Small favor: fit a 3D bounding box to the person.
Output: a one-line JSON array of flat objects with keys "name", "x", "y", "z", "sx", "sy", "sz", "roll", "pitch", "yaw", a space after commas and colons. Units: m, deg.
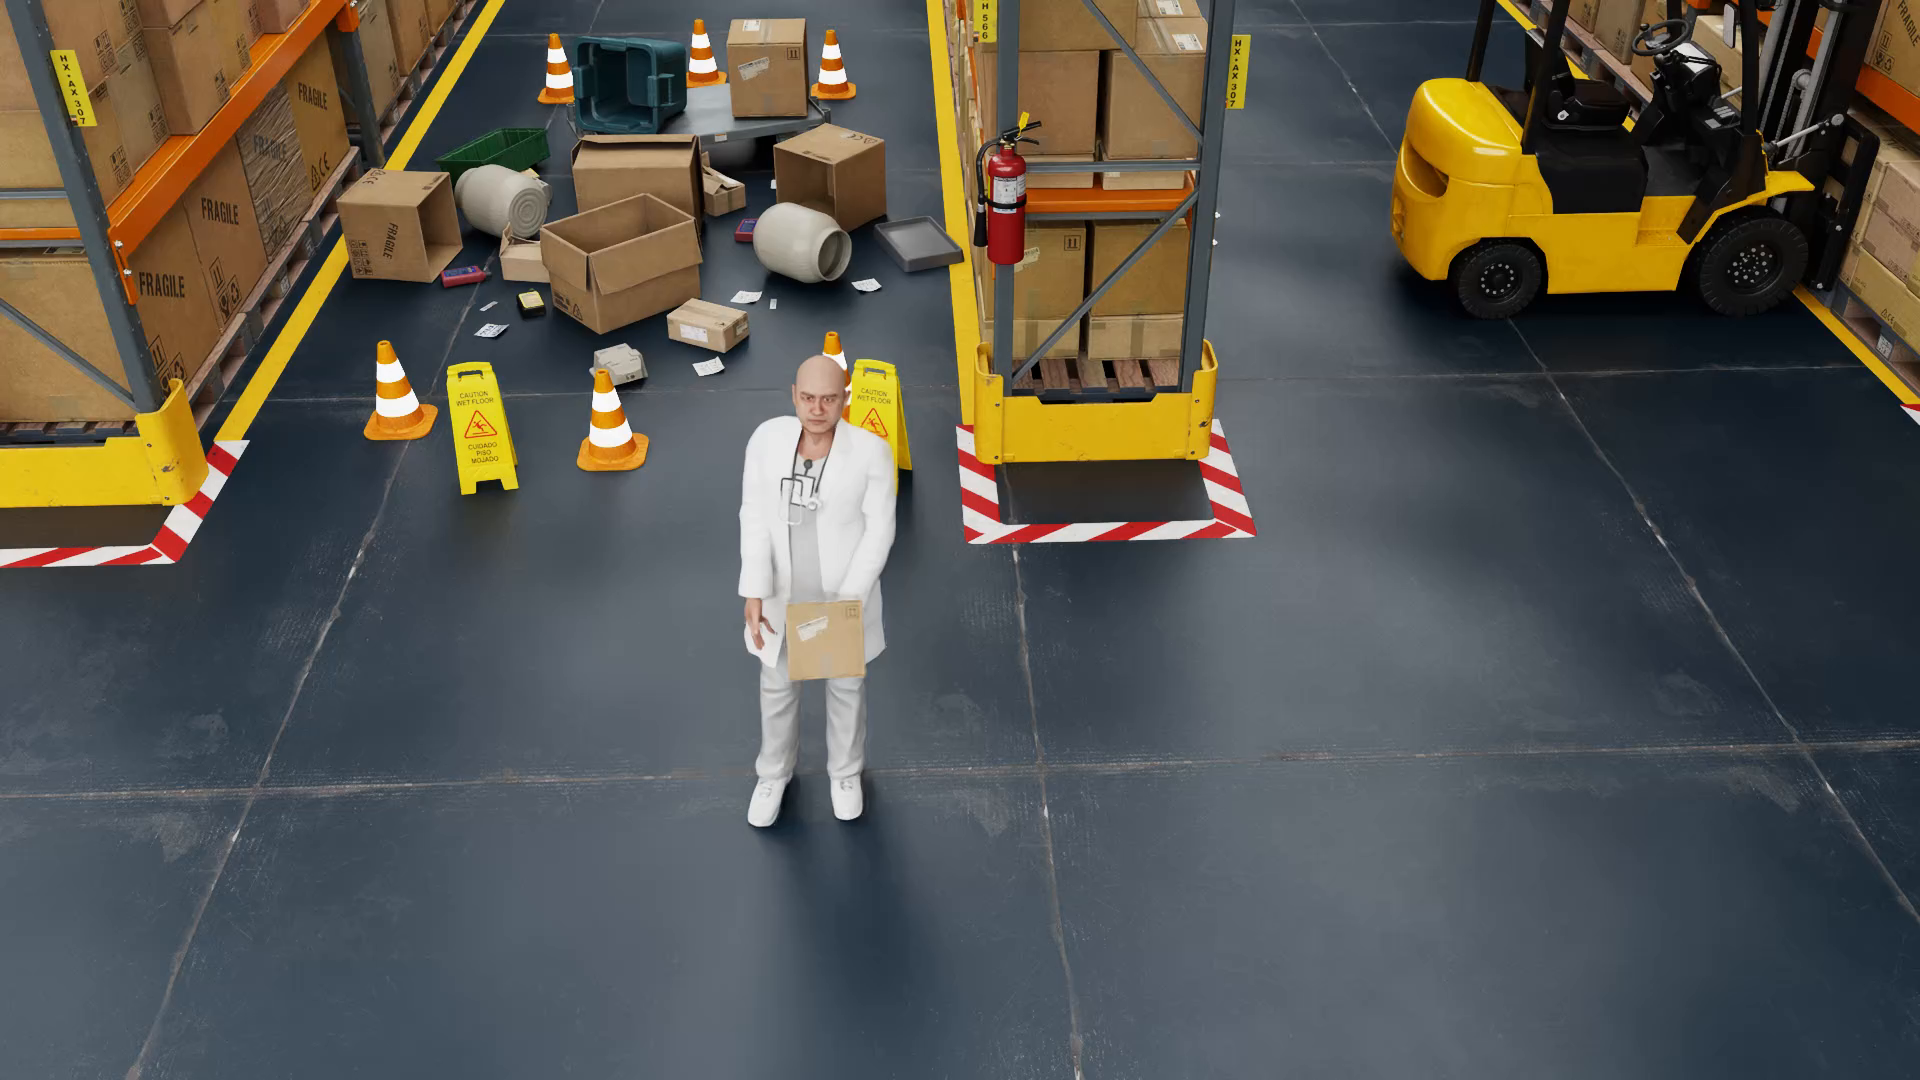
[{"name": "person", "x": -0.508, "y": 0.226, "z": 5.827, "sx": 0.557, "sy": 1.780, "sz": 0.528, "roll": 6, "pitch": 35, "yaw": 9}]
